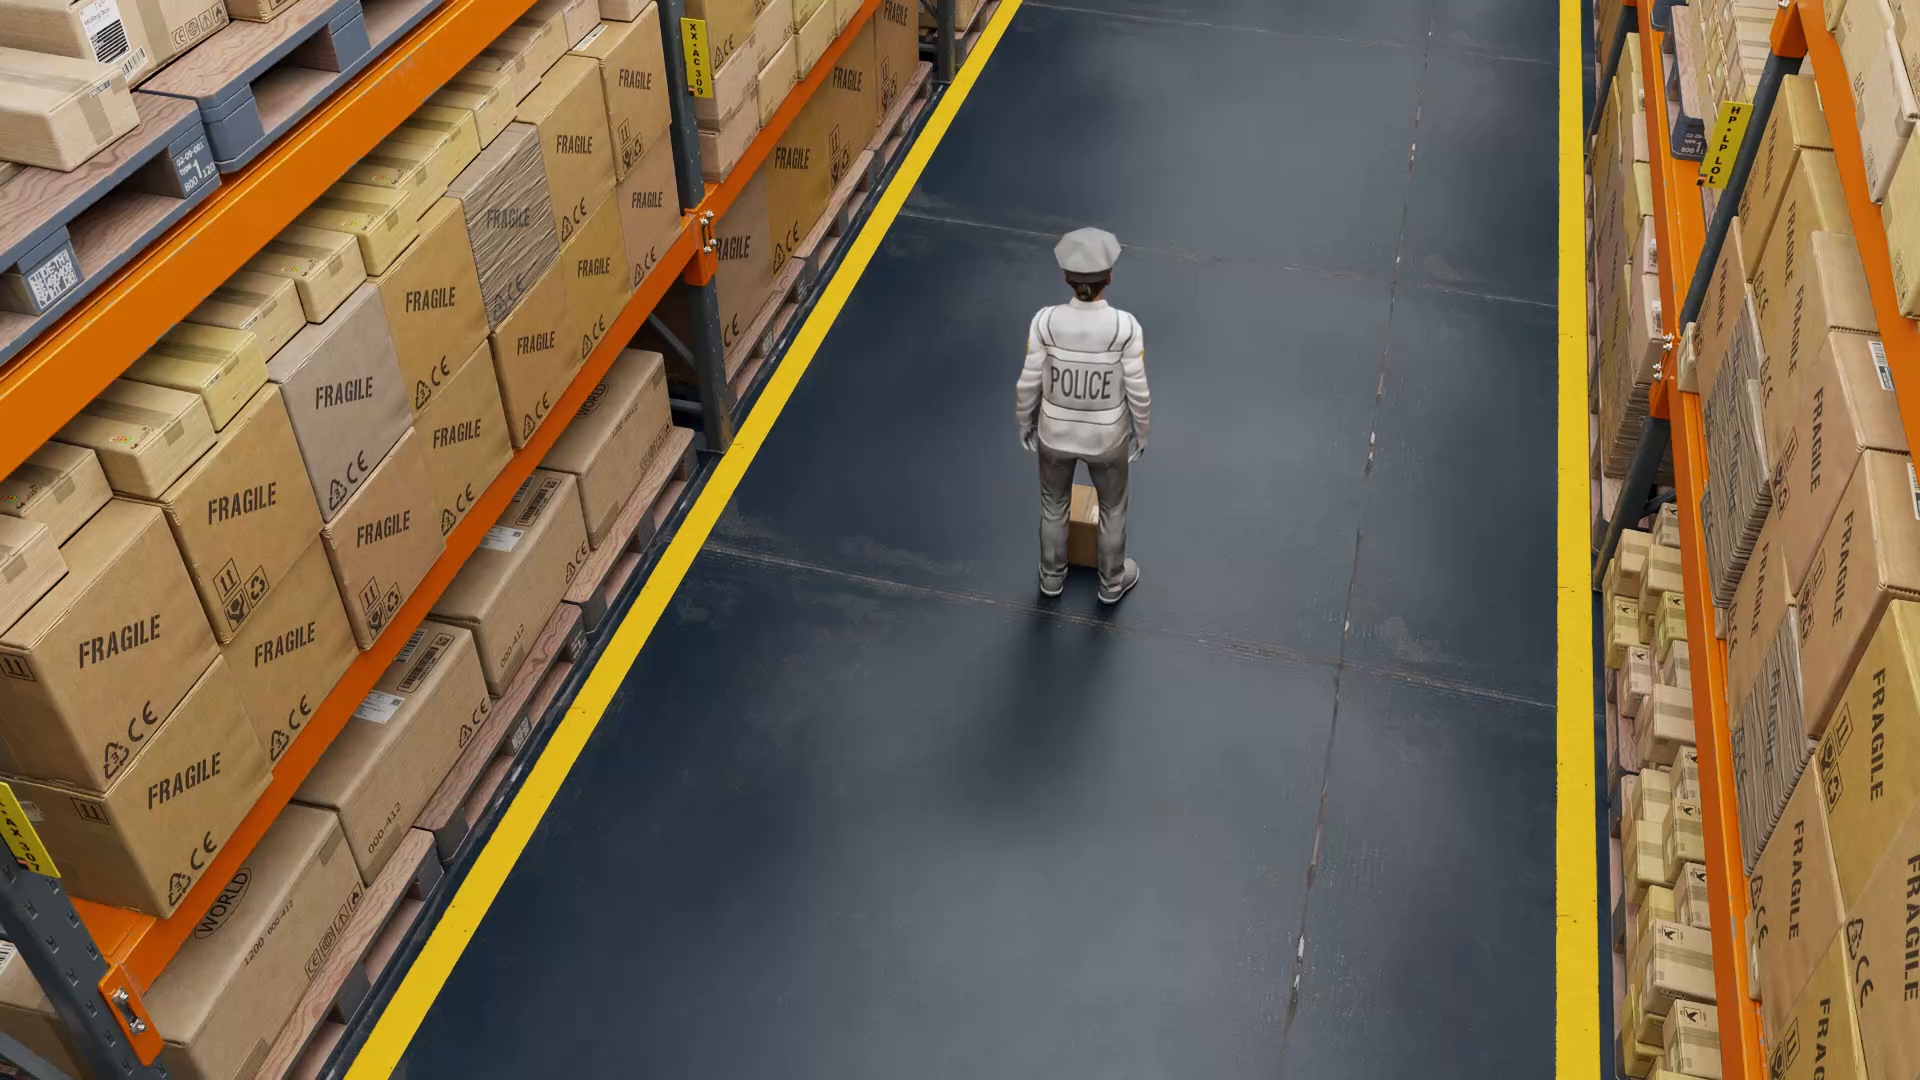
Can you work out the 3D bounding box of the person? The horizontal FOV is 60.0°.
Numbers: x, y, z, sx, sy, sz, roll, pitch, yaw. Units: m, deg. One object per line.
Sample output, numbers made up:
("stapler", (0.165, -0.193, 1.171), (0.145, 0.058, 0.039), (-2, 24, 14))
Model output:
("person", (0.492, -0.437, 6.654), (0.544, 1.663, 0.376), (8, 42, 9))
